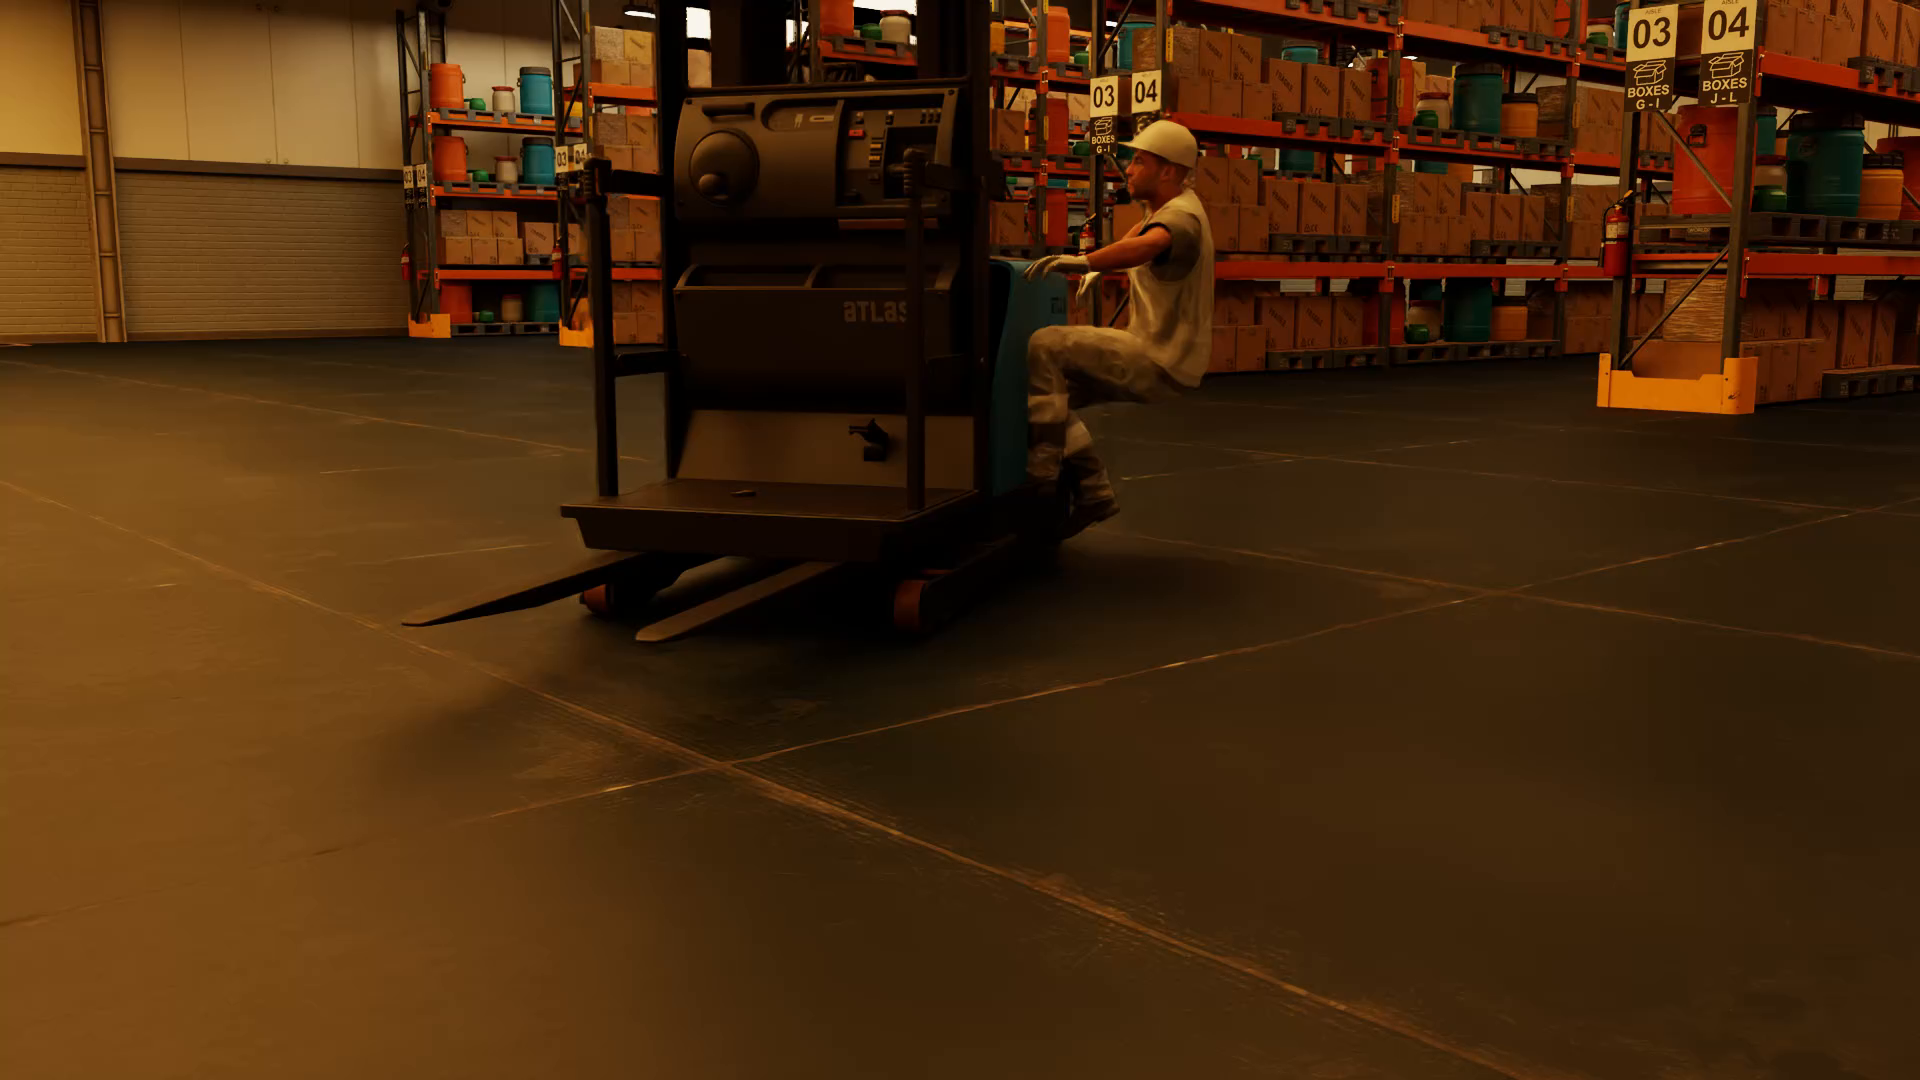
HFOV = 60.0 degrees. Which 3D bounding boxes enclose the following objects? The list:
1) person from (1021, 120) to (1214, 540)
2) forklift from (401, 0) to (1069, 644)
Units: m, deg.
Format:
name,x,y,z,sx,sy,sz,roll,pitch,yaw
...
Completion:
name,x,y,z,sx,sy,sz,roll,pitch,yaw
person,0.465,-0.723,5.933,0.860,1.499,1.136,0,9,-2
forklift,-0.516,-1.242,4.981,1.130,2.935,3.031,3,9,18
